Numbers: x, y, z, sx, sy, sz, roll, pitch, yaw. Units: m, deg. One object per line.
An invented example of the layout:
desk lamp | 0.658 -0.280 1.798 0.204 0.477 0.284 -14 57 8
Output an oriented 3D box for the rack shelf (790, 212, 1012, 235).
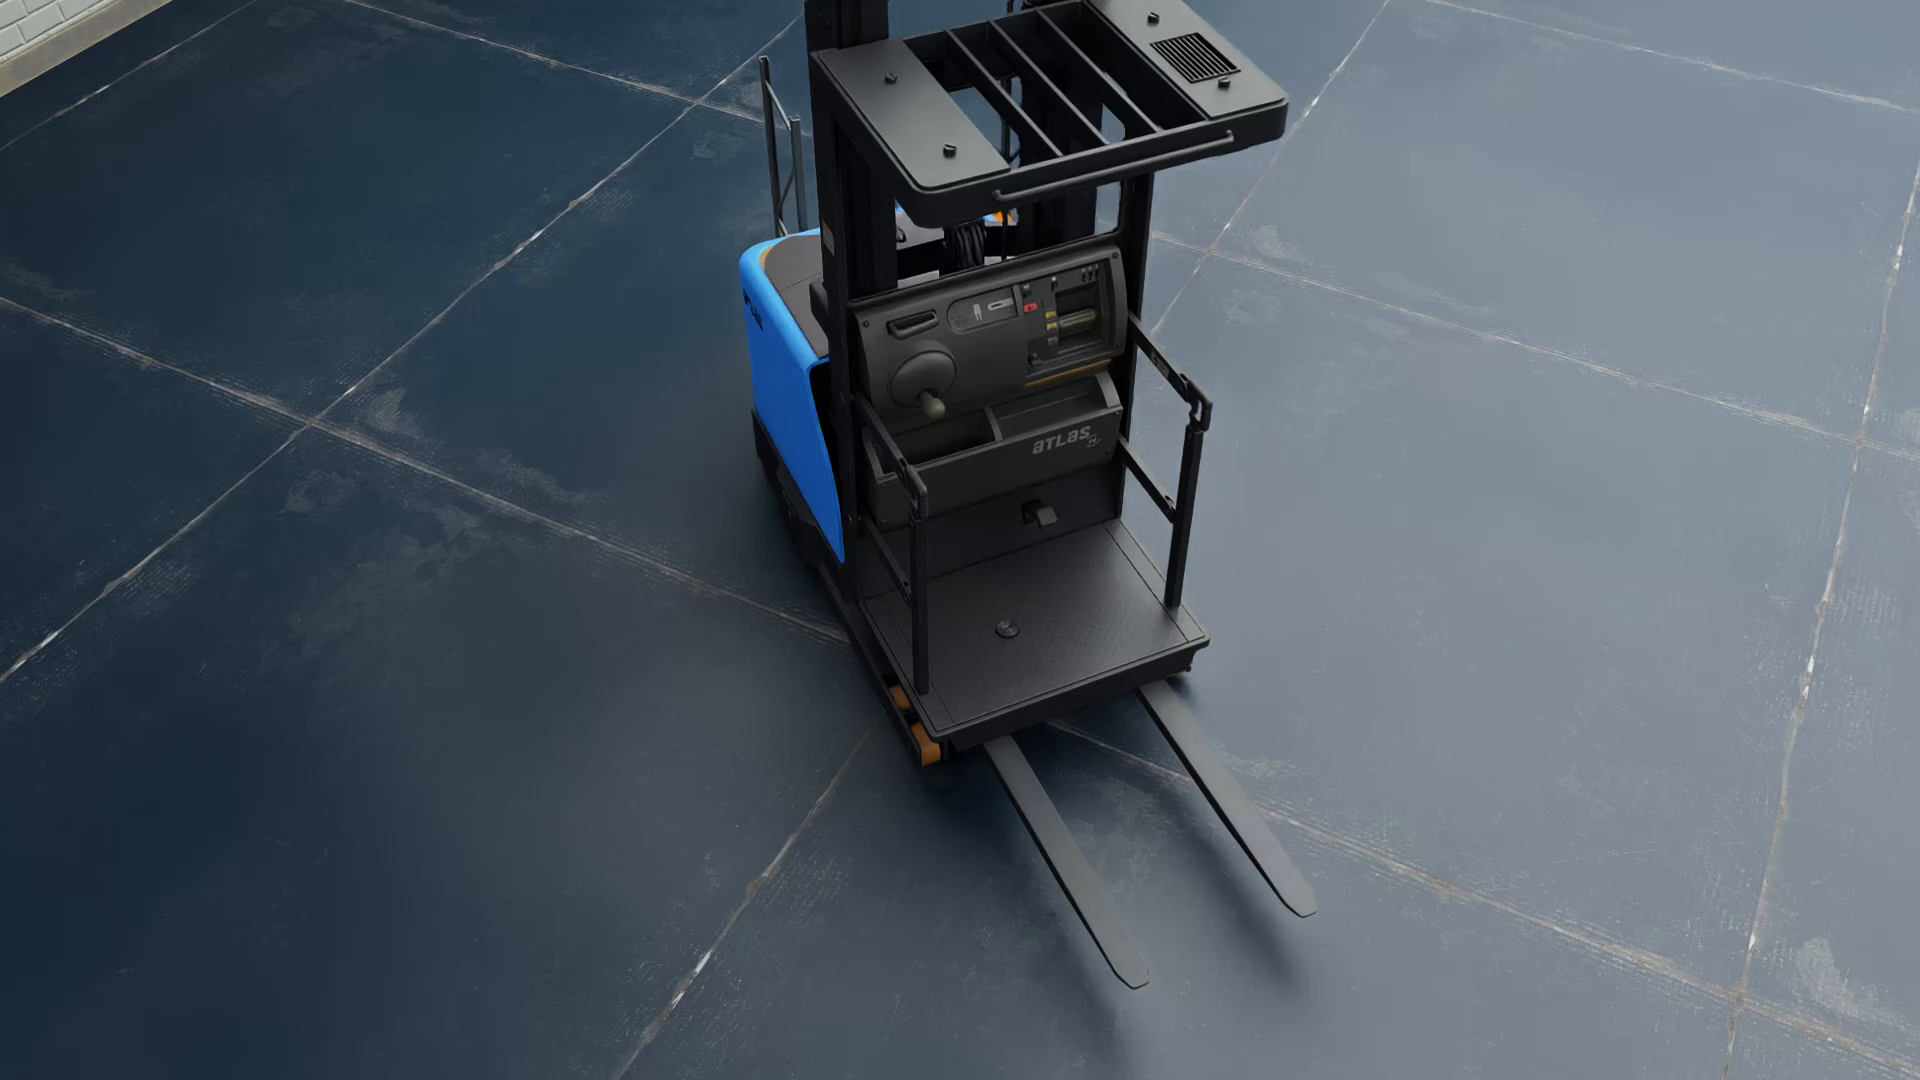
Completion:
rack shelf | -0.212 -1.194 7.129 1.000 0.185 0.538 -14 47 -13

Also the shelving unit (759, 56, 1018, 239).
shelving unit | -3.613 3.847 1.682 12.386 1.800 12.335 -14 47 -13

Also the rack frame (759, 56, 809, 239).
rack frame | -0.691 -1.201 6.883 0.032 1.500 0.500 -14 47 -13

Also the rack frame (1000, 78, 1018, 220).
rack frame | -3.610 3.863 1.667 12.377 1.800 12.292 -14 47 -13

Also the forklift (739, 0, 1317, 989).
forklift | 0.207 -0.579 5.262 1.130 2.935 3.031 -18 48 -17
